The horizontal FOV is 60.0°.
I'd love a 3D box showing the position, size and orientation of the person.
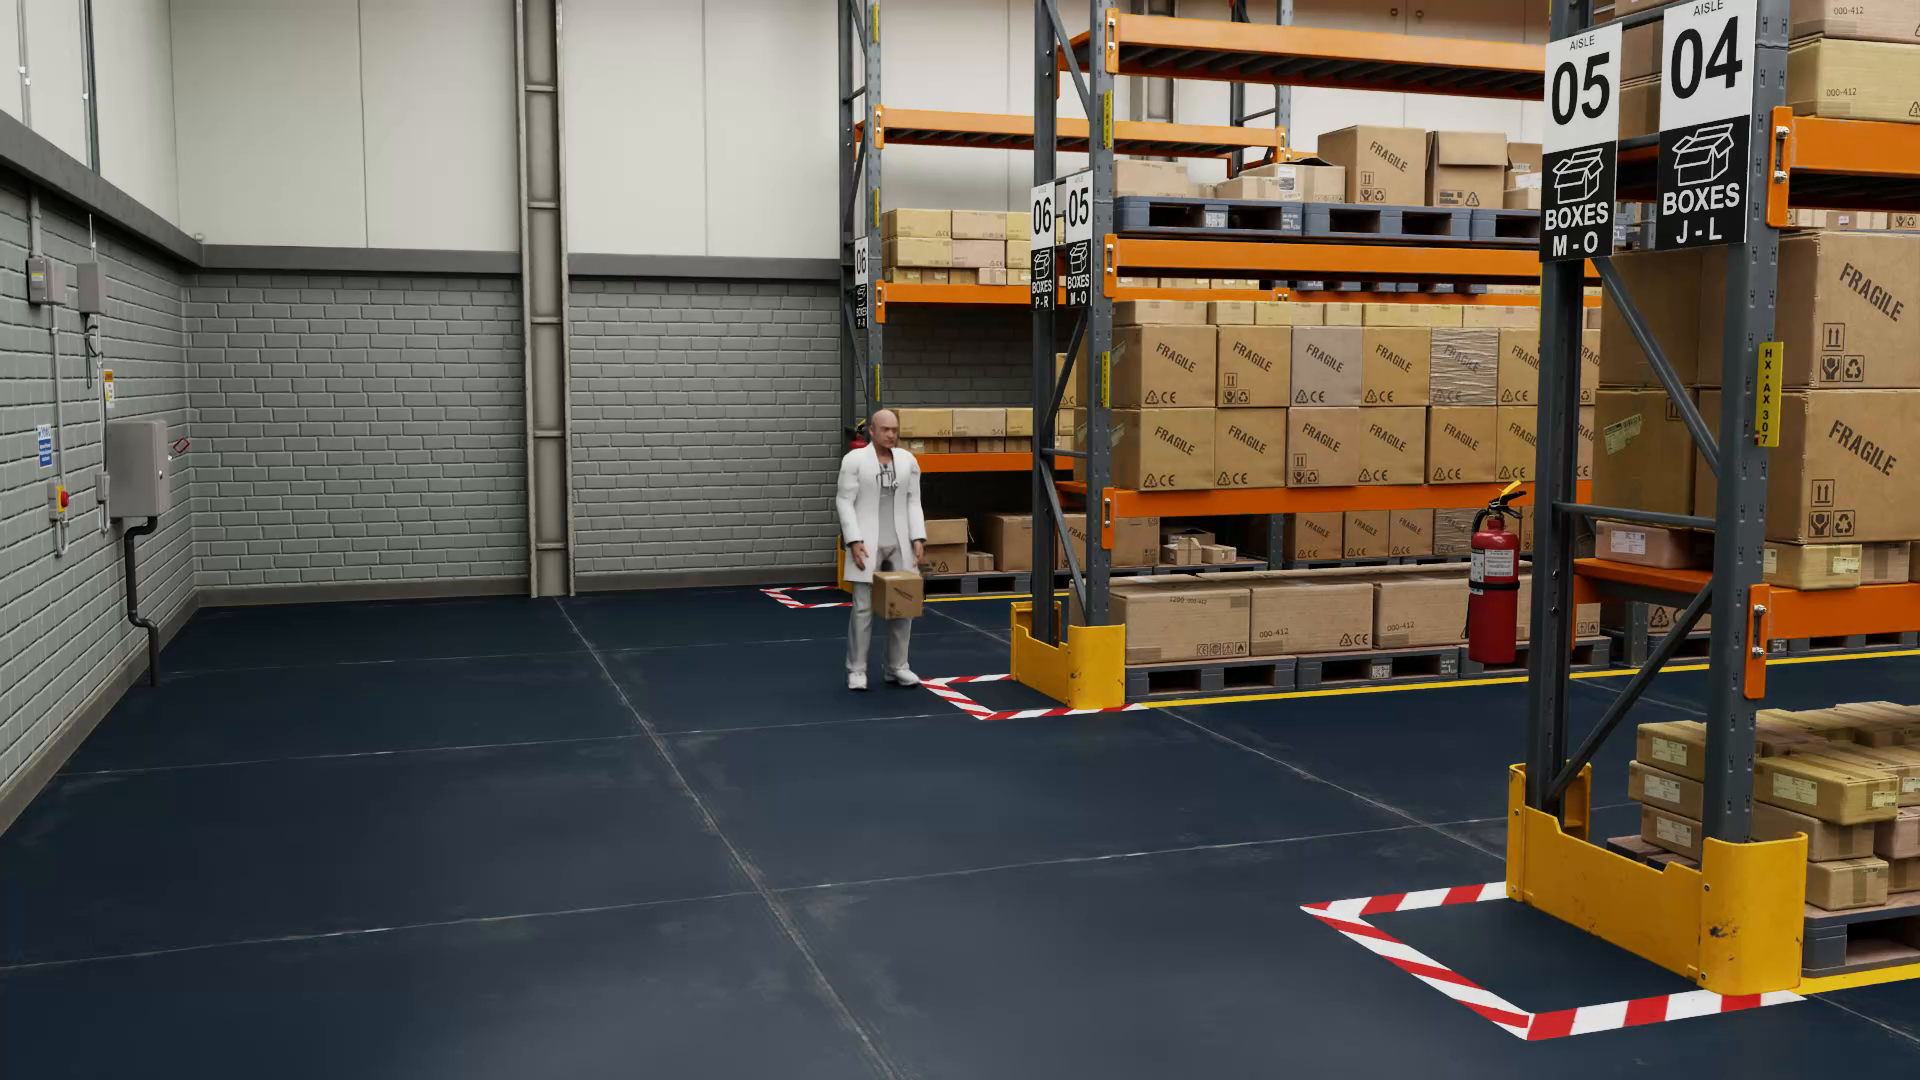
[{"bbox_3d":[-0.499,0.051,10.714,0.587,1.779,0.424,-2,6,-24],"label":"person"}]
